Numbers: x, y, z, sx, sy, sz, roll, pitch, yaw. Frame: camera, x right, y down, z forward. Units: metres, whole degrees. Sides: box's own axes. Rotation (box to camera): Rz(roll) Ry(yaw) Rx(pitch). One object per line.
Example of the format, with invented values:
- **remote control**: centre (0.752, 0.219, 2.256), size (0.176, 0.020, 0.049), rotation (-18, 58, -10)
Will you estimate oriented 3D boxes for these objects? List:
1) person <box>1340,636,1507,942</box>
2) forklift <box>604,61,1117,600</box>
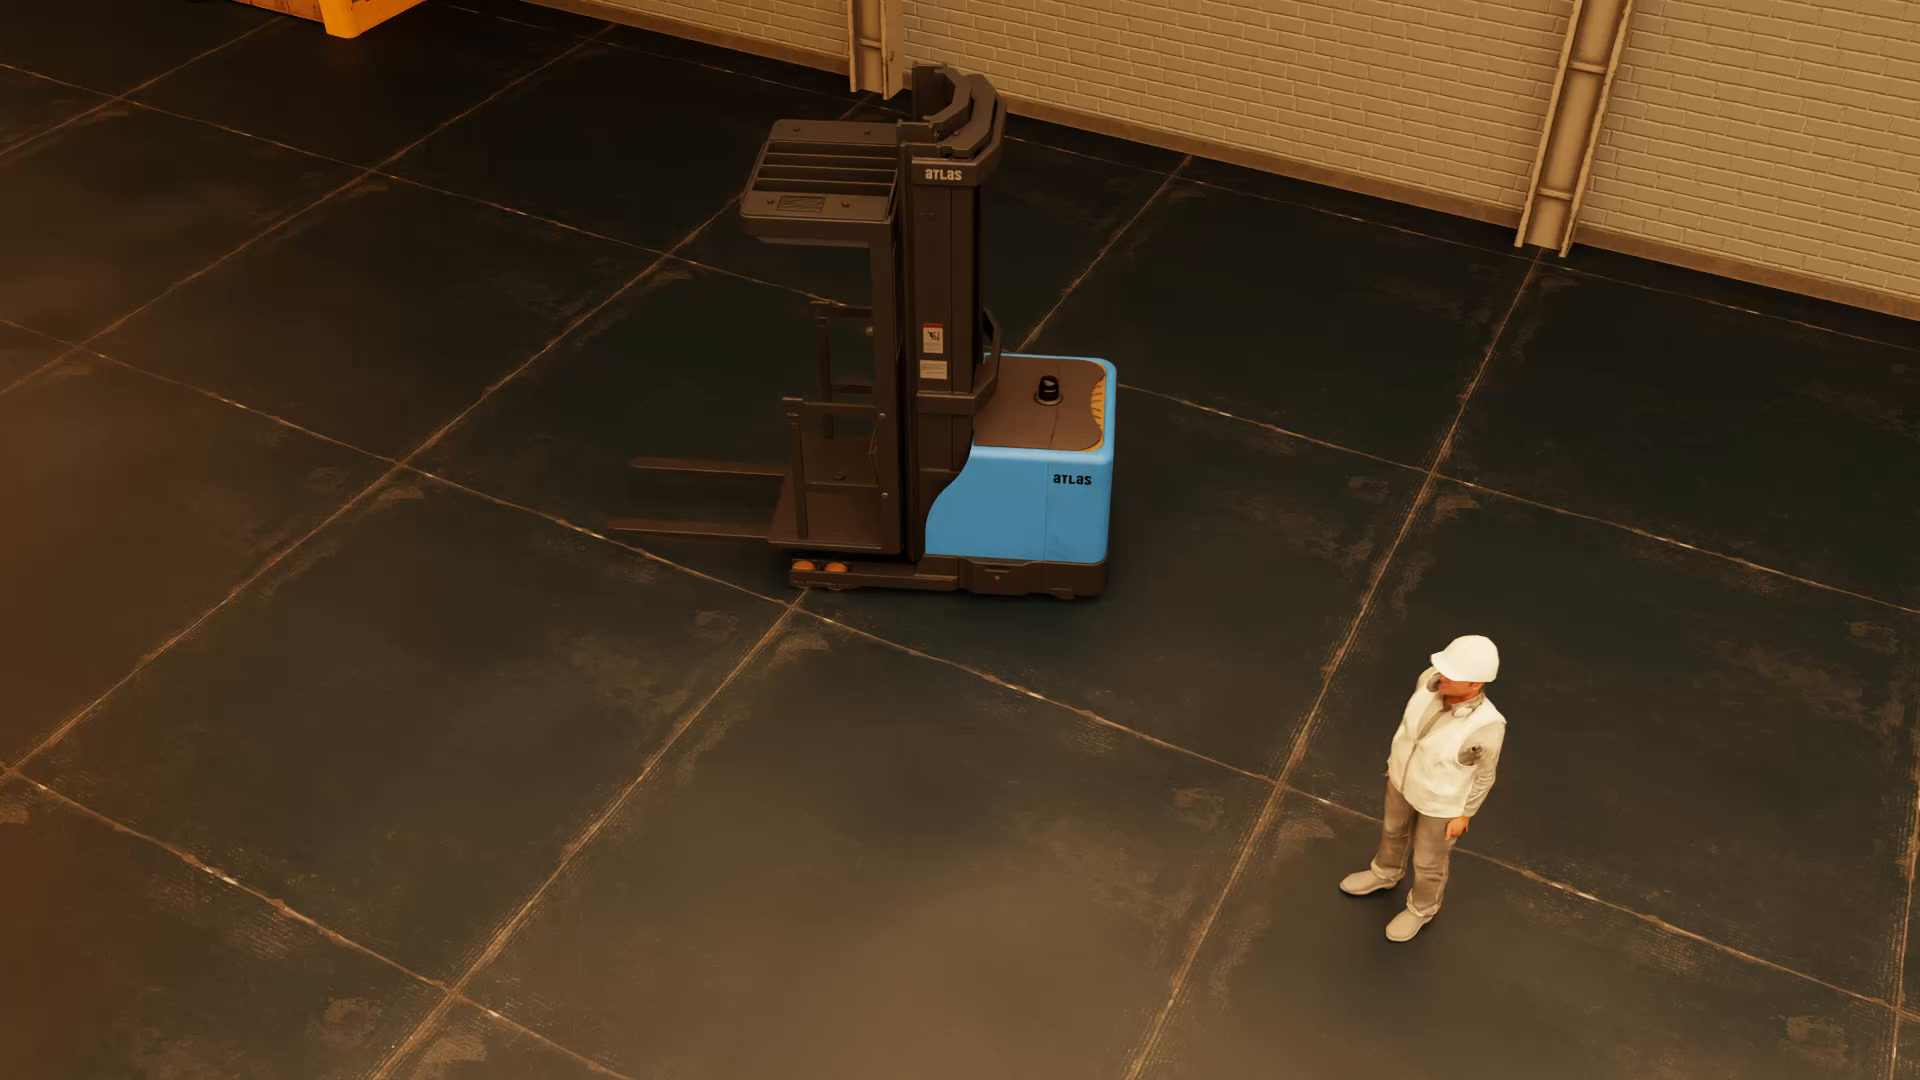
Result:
- **person**: centre (2.138, 1.119, 7.559), size (0.369, 1.777, 0.526), rotation (-19, 44, -21)
- **forklift**: centre (-0.606, -1.157, 9.360), size (3.031, 2.935, 1.130), rotation (3, 40, 4)
